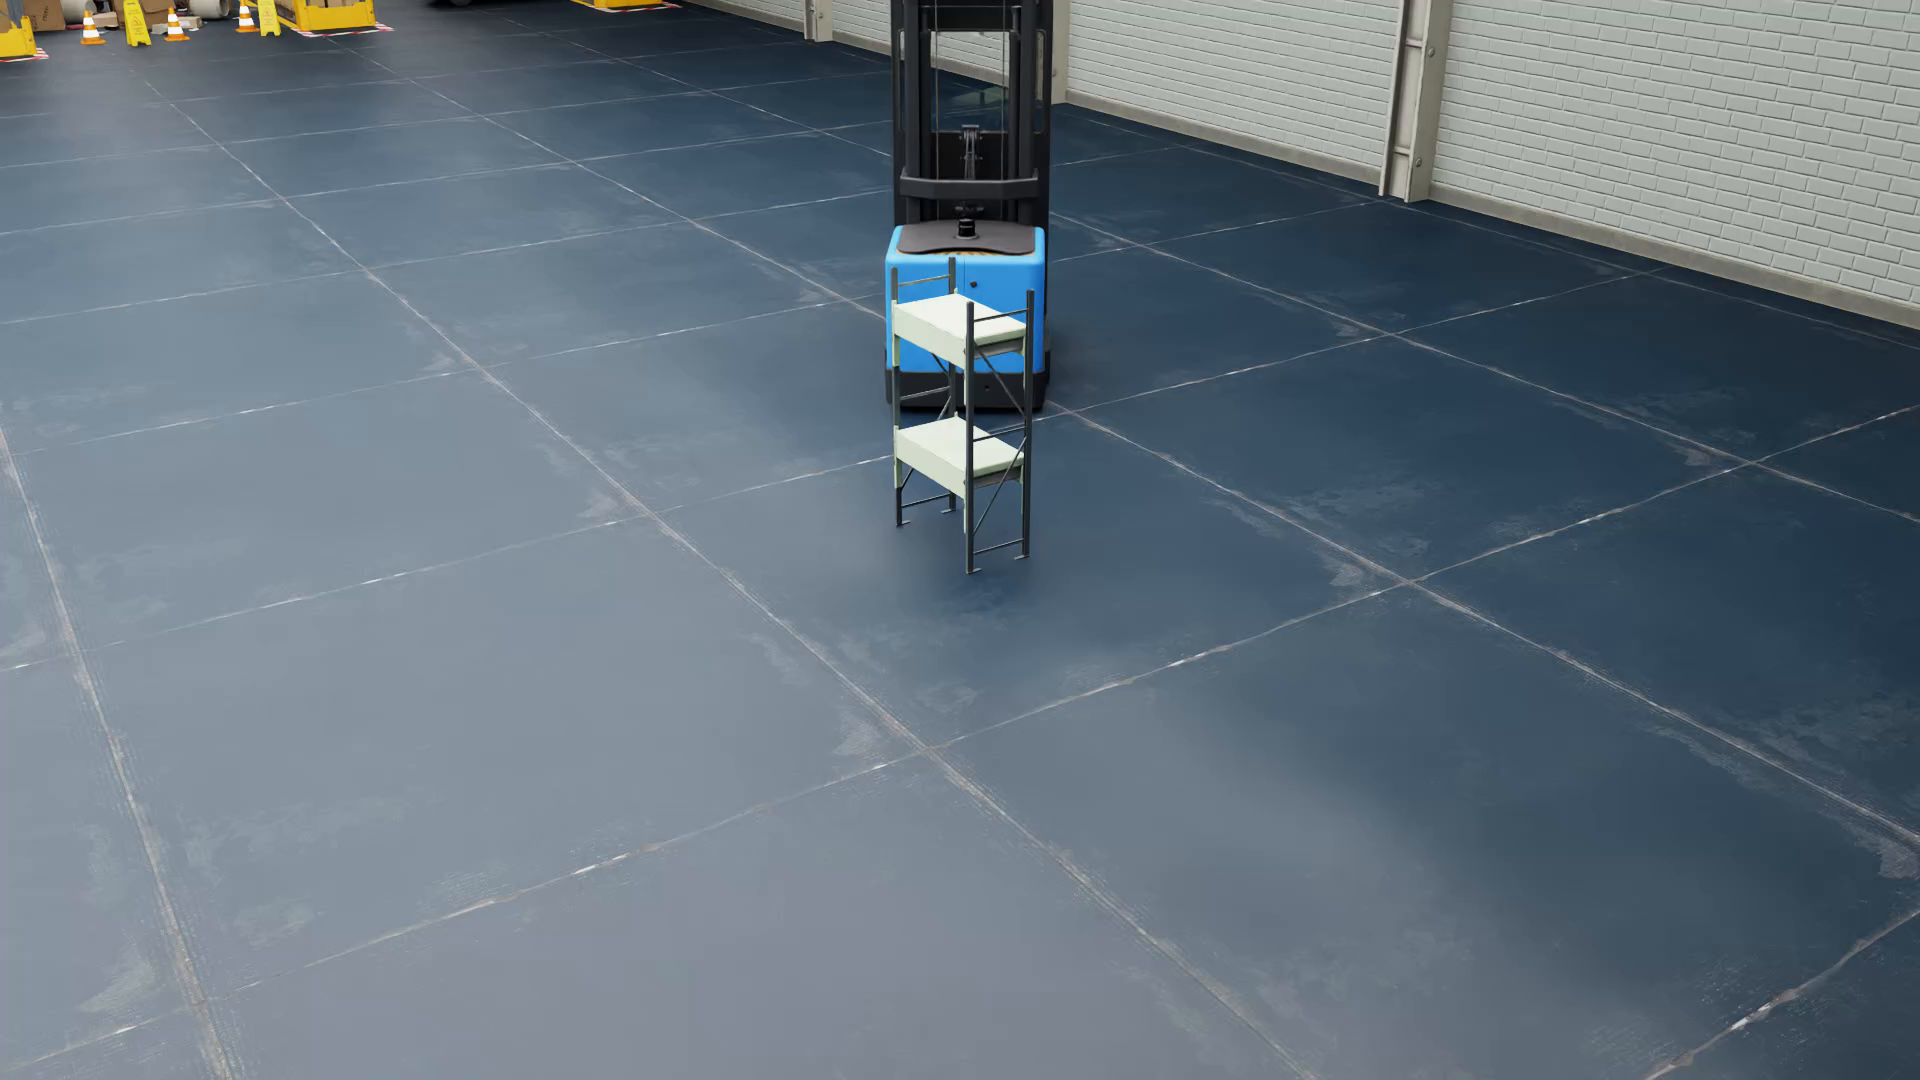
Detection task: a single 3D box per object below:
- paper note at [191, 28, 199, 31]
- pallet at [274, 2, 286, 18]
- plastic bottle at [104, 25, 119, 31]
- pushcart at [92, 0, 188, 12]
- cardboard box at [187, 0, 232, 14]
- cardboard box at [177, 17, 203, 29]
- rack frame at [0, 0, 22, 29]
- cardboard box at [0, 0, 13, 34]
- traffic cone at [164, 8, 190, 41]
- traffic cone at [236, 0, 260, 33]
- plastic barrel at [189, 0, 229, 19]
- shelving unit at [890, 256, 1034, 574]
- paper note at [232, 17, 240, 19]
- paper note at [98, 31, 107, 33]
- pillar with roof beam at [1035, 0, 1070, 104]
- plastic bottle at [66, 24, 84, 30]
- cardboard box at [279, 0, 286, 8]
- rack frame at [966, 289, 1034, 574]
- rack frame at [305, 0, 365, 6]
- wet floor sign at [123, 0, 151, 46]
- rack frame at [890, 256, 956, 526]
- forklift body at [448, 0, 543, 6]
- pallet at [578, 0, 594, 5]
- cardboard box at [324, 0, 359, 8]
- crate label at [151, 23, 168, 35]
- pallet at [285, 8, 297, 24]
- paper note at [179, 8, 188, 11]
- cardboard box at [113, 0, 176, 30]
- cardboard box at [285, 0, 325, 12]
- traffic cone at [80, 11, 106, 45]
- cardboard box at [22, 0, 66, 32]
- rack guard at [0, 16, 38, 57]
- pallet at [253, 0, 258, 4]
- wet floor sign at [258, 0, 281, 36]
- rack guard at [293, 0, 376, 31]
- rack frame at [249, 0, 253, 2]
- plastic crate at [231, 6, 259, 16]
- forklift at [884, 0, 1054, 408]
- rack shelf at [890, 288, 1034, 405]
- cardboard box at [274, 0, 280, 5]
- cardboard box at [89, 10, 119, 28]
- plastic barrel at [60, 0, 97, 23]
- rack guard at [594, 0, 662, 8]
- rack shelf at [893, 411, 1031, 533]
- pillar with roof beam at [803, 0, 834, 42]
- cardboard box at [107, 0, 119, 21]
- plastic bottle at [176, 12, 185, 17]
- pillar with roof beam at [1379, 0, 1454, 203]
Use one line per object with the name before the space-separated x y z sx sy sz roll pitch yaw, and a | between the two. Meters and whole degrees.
paper note | -12.150 -8.106 26.386 0.142 0.019 0.148 18 31 33
pallet | -11.084 -9.075 28.227 1.003 0.211 1.213 -16 29 -30
plastic bottle | -13.500 -8.146 26.434 0.283 0.061 0.133 18 31 33
pushcart | -14.033 -9.270 28.445 0.936 0.377 1.648 18 31 33
cardboard box | -12.705 -9.176 28.098 0.500 0.500 0.500 3 25 6
cardboard box | -12.374 -8.283 26.622 0.380 0.149 0.250 -1 25 -3
rack frame | -14.059 -8.385 23.498 1.000 3.000 0.127 -16 29 -30
cardboard box | -14.484 -7.841 24.343 0.875 0.875 0.875 -15 29 -29
traffic cone | -12.027 -7.900 25.443 0.336 0.463 0.334 -16 29 -30
traffic cone | -11.282 -8.281 26.249 0.336 0.463 0.334 -16 29 -30
plastic barrel | -12.363 -8.795 27.386 0.512 0.421 0.421 3 25 6
shelving unit | 0.004 -0.676 8.925 0.431 1.500 0.755 -16 29 -30
paper note | -11.960 -8.651 27.539 0.148 0.019 0.142 18 31 33
paper note | -13.470 -7.983 26.127 0.144 0.017 0.142 -6 26 -12
pillar with roof beam | -2.491 -8.609 16.946 9.100 9.000 0.400 -16 29 -30
plastic bottle | -14.067 -8.174 26.494 0.133 0.061 0.283 18 31 33
cardboard box | -10.910 -8.935 27.391 0.500 0.250 0.500 -15 29 -29
rack frame | 0.203 -0.545 8.647 0.400 1.500 0.023 -16 29 -30
rack frame | -9.967 -9.575 26.018 1.000 3.000 0.127 -16 29 -30
wet floor sign | -12.384 -7.771 24.956 0.267 0.644 0.232 -22 33 -38
rack frame | -0.196 -0.807 9.202 0.400 1.500 0.023 -16 29 -30
forklift body | -8.374 -10.602 29.189 2.313 2.155 1.214 -16 29 -30
pallet | -6.262 -9.735 29.625 1.003 0.211 1.213 -16 29 -30
cardboard box | -10.175 -8.874 27.263 0.500 0.250 0.500 -16 30 -30
crate label | -12.508 -8.020 26.078 0.298 0.136 0.250 12 28 24
pallet | -10.422 -8.640 27.304 1.003 0.211 1.213 -16 29 -30
paper note | -13.290 -9.075 28.439 0.148 0.019 0.142 -16 29 -30
cardboard box | -13.047 -8.484 26.632 0.637 0.503 0.797 7 26 15
cardboard box | -10.646 -8.756 27.013 0.500 0.250 0.500 -16 29 -30
traffic cone | -13.159 -7.759 25.143 0.336 0.463 0.334 -16 29 -30
cardboard box | -14.535 -8.370 26.392 0.500 0.500 0.500 -10 27 -21
rack guard | -14.046 -7.246 24.013 1.175 0.500 0.348 -16 29 -30
pallet | -11.754 -9.512 29.153 1.003 0.211 1.213 -16 29 -30
wet floor sign | -10.759 -8.193 25.849 0.267 0.644 0.232 -6 26 -12
rack guard | -10.008 -8.471 26.609 1.175 0.500 0.348 -16 29 -30
rack frame | -12.150 -11.005 29.049 1.000 3.000 0.127 -16 29 -30
plastic crate | -11.980 -8.932 28.078 0.583 0.080 0.402 18 31 33
forklift | 0.091 -2.779 11.703 1.130 2.935 3.031 1 25 2
rack shelf | 0.004 -1.029 8.758 0.431 0.370 0.720 -16 29 -30
cardboard box | -11.200 -9.120 27.785 0.500 0.250 0.500 -17 30 -31
cardboard box | -13.761 -8.394 26.719 0.396 0.266 0.258 -10 27 -21
plastic barrel | -14.338 -8.602 26.976 0.512 0.421 0.421 3 25 6
rack guard | -5.797 -9.594 28.987 1.175 0.500 0.348 -16 29 -30
rack shelf | 0.004 -0.381 9.064 0.431 0.370 0.720 -16 29 -30
pillar with roof beam | -5.766 -10.755 21.492 9.100 9.000 0.400 -16 29 -30
cardboard box | -13.564 -8.878 27.308 0.797 0.637 0.503 -16 29 -30
plastic bottle | -13.017 -8.778 27.773 0.133 0.061 0.283 -10 27 -21
pillar with roof beam | 0.784 -6.463 12.400 9.100 9.000 0.400 -16 29 -30
